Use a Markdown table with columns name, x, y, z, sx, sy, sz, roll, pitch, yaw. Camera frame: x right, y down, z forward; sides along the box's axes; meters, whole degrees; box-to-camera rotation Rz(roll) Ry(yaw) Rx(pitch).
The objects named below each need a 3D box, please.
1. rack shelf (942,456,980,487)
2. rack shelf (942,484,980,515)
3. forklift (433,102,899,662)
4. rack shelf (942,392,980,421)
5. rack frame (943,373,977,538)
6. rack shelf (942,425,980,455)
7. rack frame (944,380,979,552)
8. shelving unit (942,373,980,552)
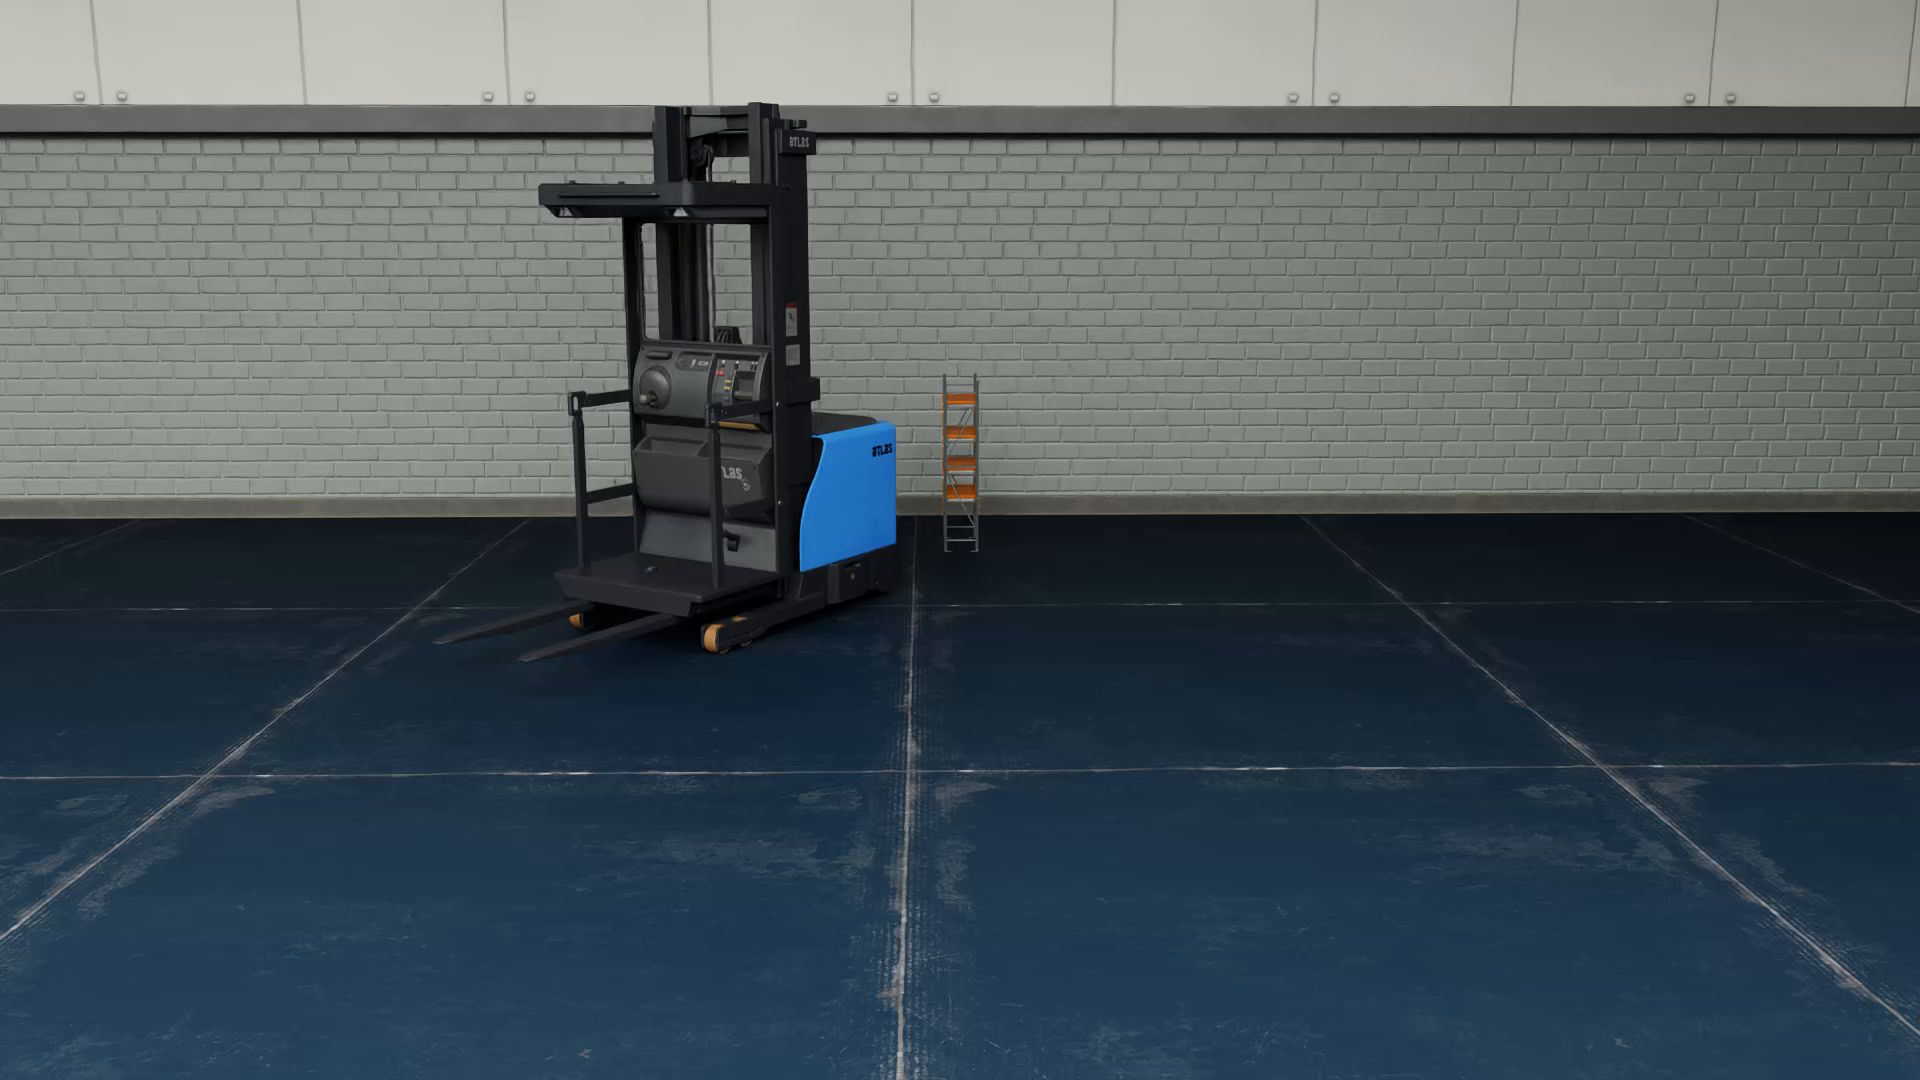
| name | x | y | z | sx | sy | sz | roll | pitch | yaw |
| --- | --- | --- | --- | --- | --- | --- | --- | --- | --- |
| rack shelf | 0.003 | -0.489 | 11.791 | 0.258 | 0.148 | 0.480 | 0 | 11 | -1 |
| rack shelf | 0.003 | -0.295 | 11.830 | 0.258 | 0.148 | 0.480 | 0 | 11 | -1 |
| forklift | -1.585 | -0.923 | 9.238 | 1.130 | 2.935 | 3.031 | 7 | 13 | 31 |
| rack shelf | 0.003 | -0.940 | 11.699 | 0.258 | 0.148 | 0.480 | 0 | 11 | -1 |
| rack frame | -0.002 | -0.604 | 12.017 | 0.240 | 1.200 | 0.015 | 0 | 11 | -1 |
| rack shelf | 0.003 | -0.708 | 11.747 | 0.258 | 0.148 | 0.480 | 0 | 11 | -1 |
| rack frame | 0.008 | -0.507 | 11.539 | 0.240 | 1.200 | 0.015 | 0 | 11 | -1 |
| shelving unit | 0.003 | -0.555 | 11.778 | 0.258 | 1.200 | 0.503 | 0 | 11 | -1 |
